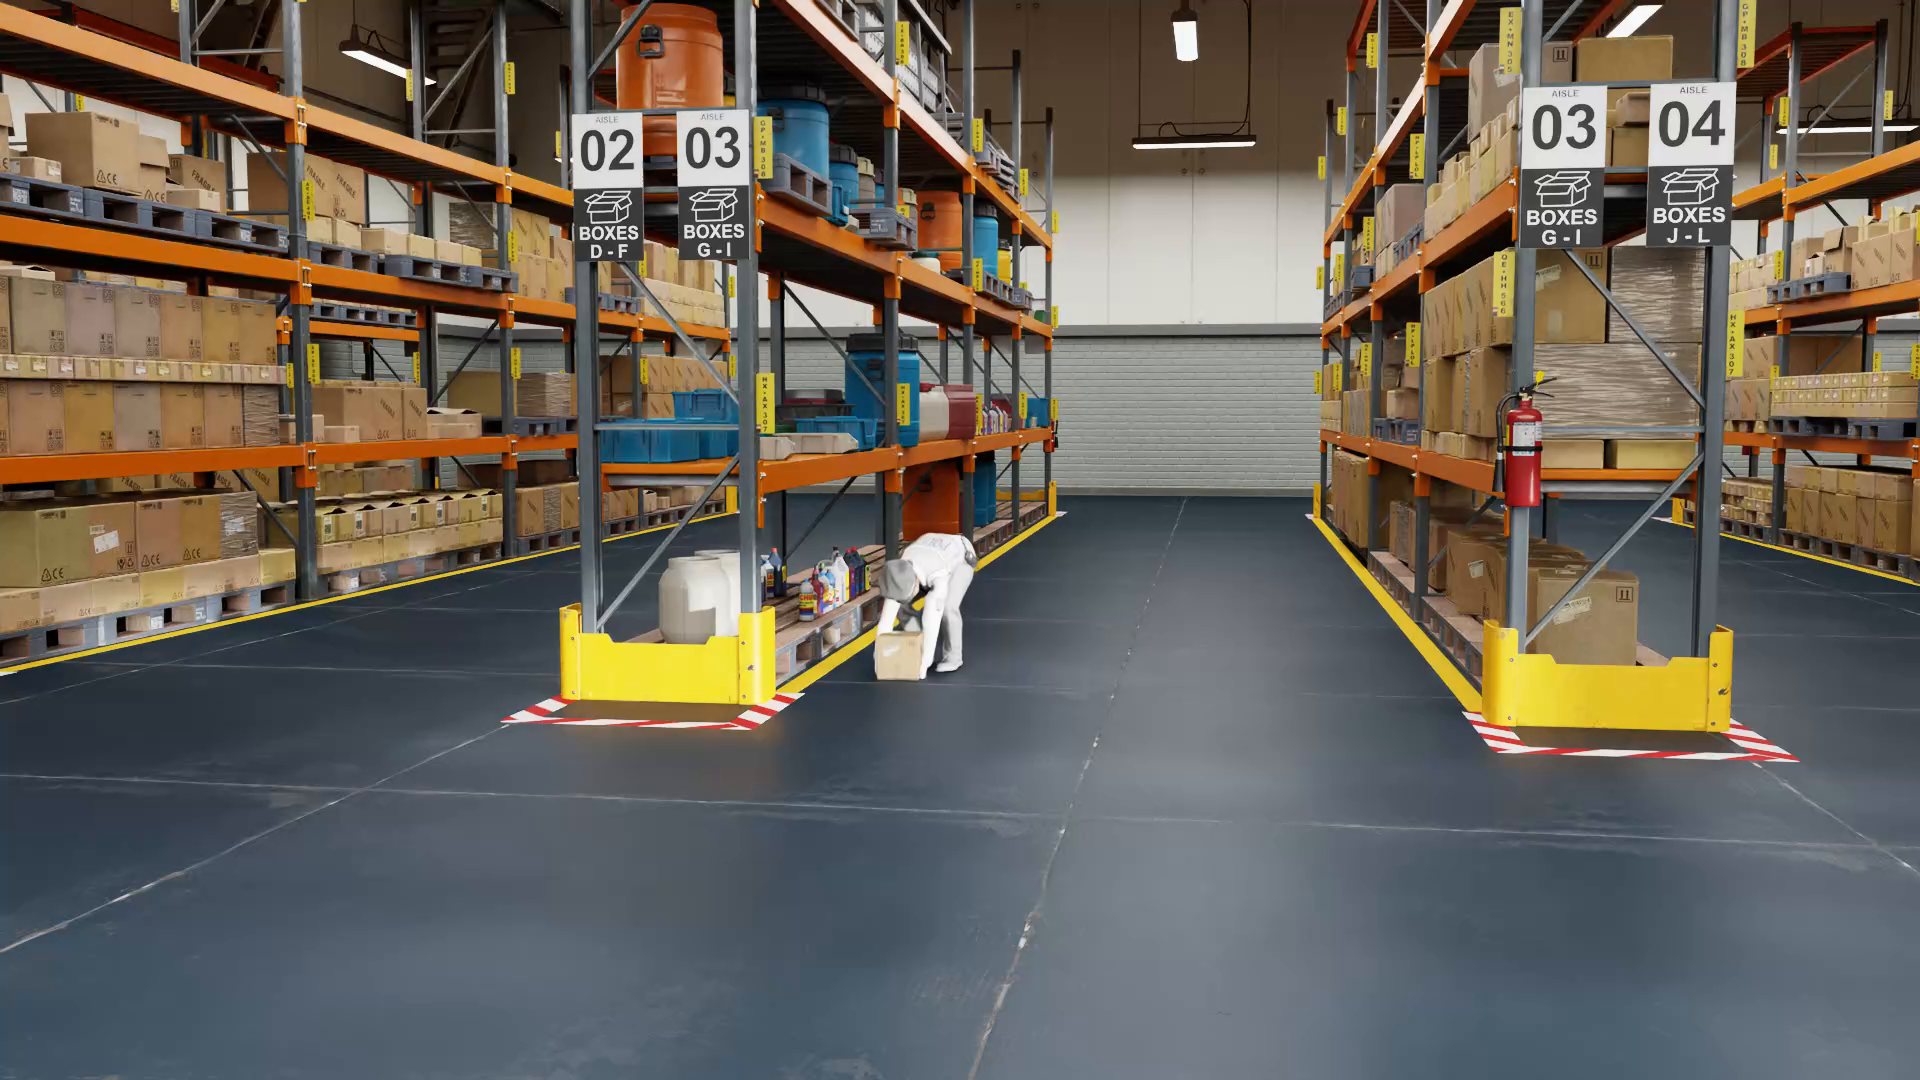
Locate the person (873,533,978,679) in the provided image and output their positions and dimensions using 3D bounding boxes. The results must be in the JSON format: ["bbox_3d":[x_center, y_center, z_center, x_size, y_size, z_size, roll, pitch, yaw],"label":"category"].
[{"bbox_3d":[-0.202,0.400,10.205,0.448,0.855,0.892,2,5,25],"label":"person"}]
